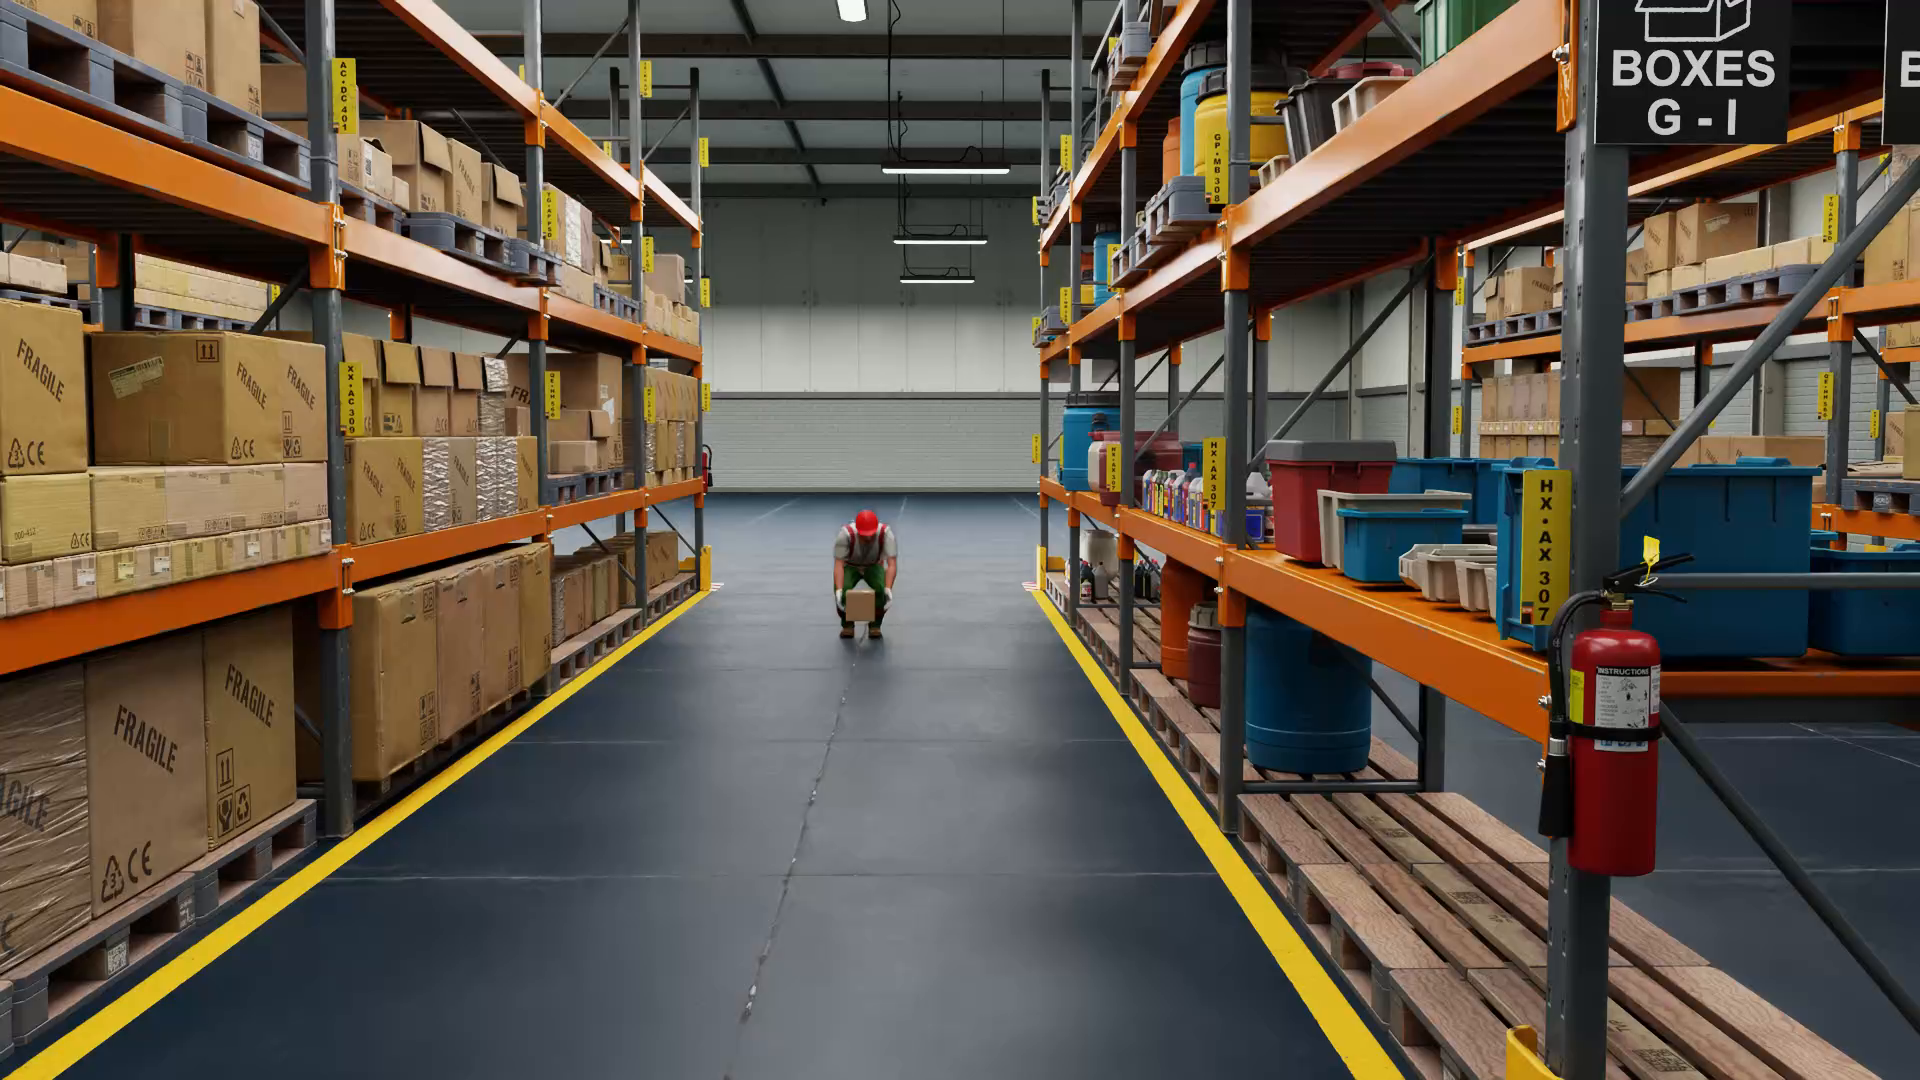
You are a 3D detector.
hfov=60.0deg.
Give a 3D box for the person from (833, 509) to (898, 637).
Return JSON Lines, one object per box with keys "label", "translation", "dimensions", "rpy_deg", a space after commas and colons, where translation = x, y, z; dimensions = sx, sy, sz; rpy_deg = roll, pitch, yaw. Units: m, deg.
{"label": "person", "translation": [-0.841, 0.293, 14.843], "dimensions": [0.583, 1.161, 0.850], "rpy_deg": [0, 4, -2]}
